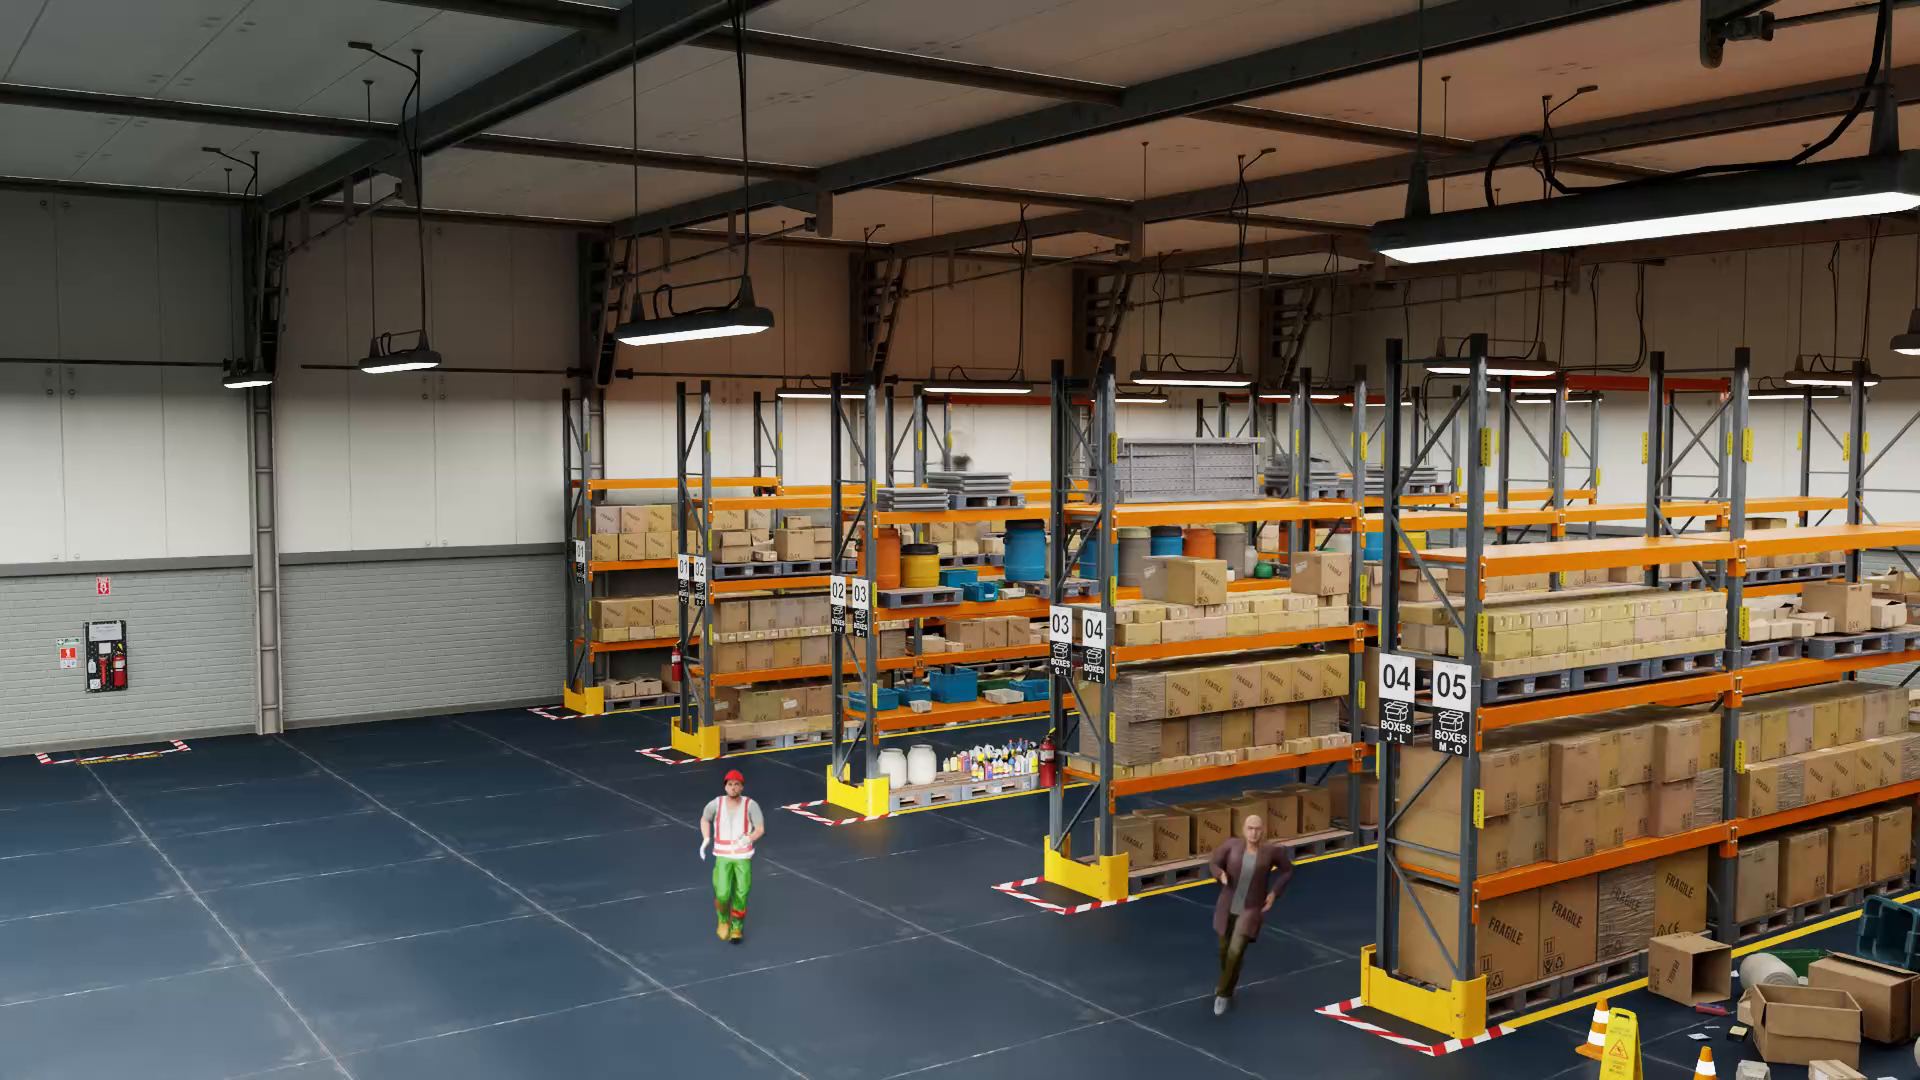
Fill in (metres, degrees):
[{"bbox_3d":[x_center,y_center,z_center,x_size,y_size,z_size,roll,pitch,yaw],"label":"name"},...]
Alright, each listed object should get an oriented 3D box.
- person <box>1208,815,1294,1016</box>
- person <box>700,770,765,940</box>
[{"bbox_3d":[2.576,3.345,14.907,0.711,1.802,0.790,2,4,30],"label":"person"},{"bbox_3d":[-2.290,3.194,16.743,0.649,1.742,0.642,0,4,-7],"label":"person"}]
